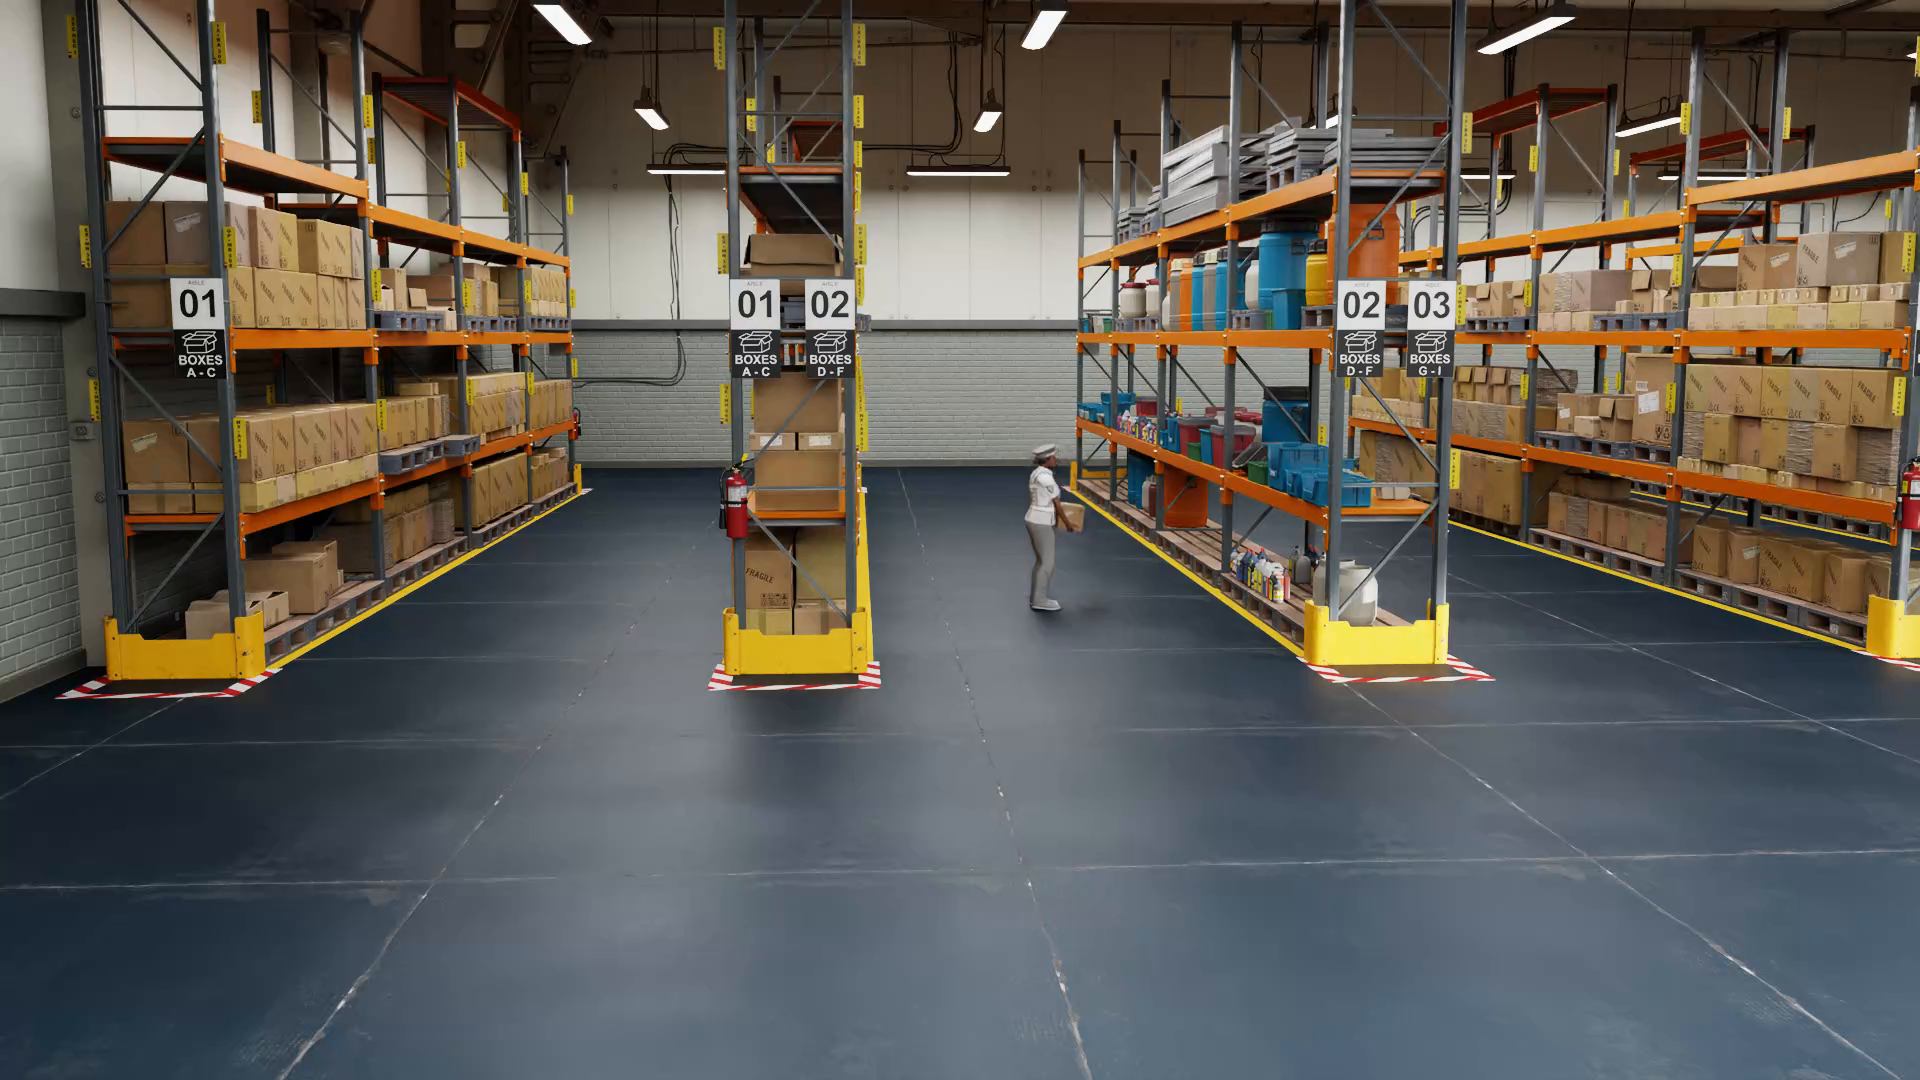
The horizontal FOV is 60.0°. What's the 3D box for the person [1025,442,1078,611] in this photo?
[{"bbox_3d":[0.921,-0.145,16.855,0.523,1.691,0.423,-1,7,-5],"label":"person"}]
